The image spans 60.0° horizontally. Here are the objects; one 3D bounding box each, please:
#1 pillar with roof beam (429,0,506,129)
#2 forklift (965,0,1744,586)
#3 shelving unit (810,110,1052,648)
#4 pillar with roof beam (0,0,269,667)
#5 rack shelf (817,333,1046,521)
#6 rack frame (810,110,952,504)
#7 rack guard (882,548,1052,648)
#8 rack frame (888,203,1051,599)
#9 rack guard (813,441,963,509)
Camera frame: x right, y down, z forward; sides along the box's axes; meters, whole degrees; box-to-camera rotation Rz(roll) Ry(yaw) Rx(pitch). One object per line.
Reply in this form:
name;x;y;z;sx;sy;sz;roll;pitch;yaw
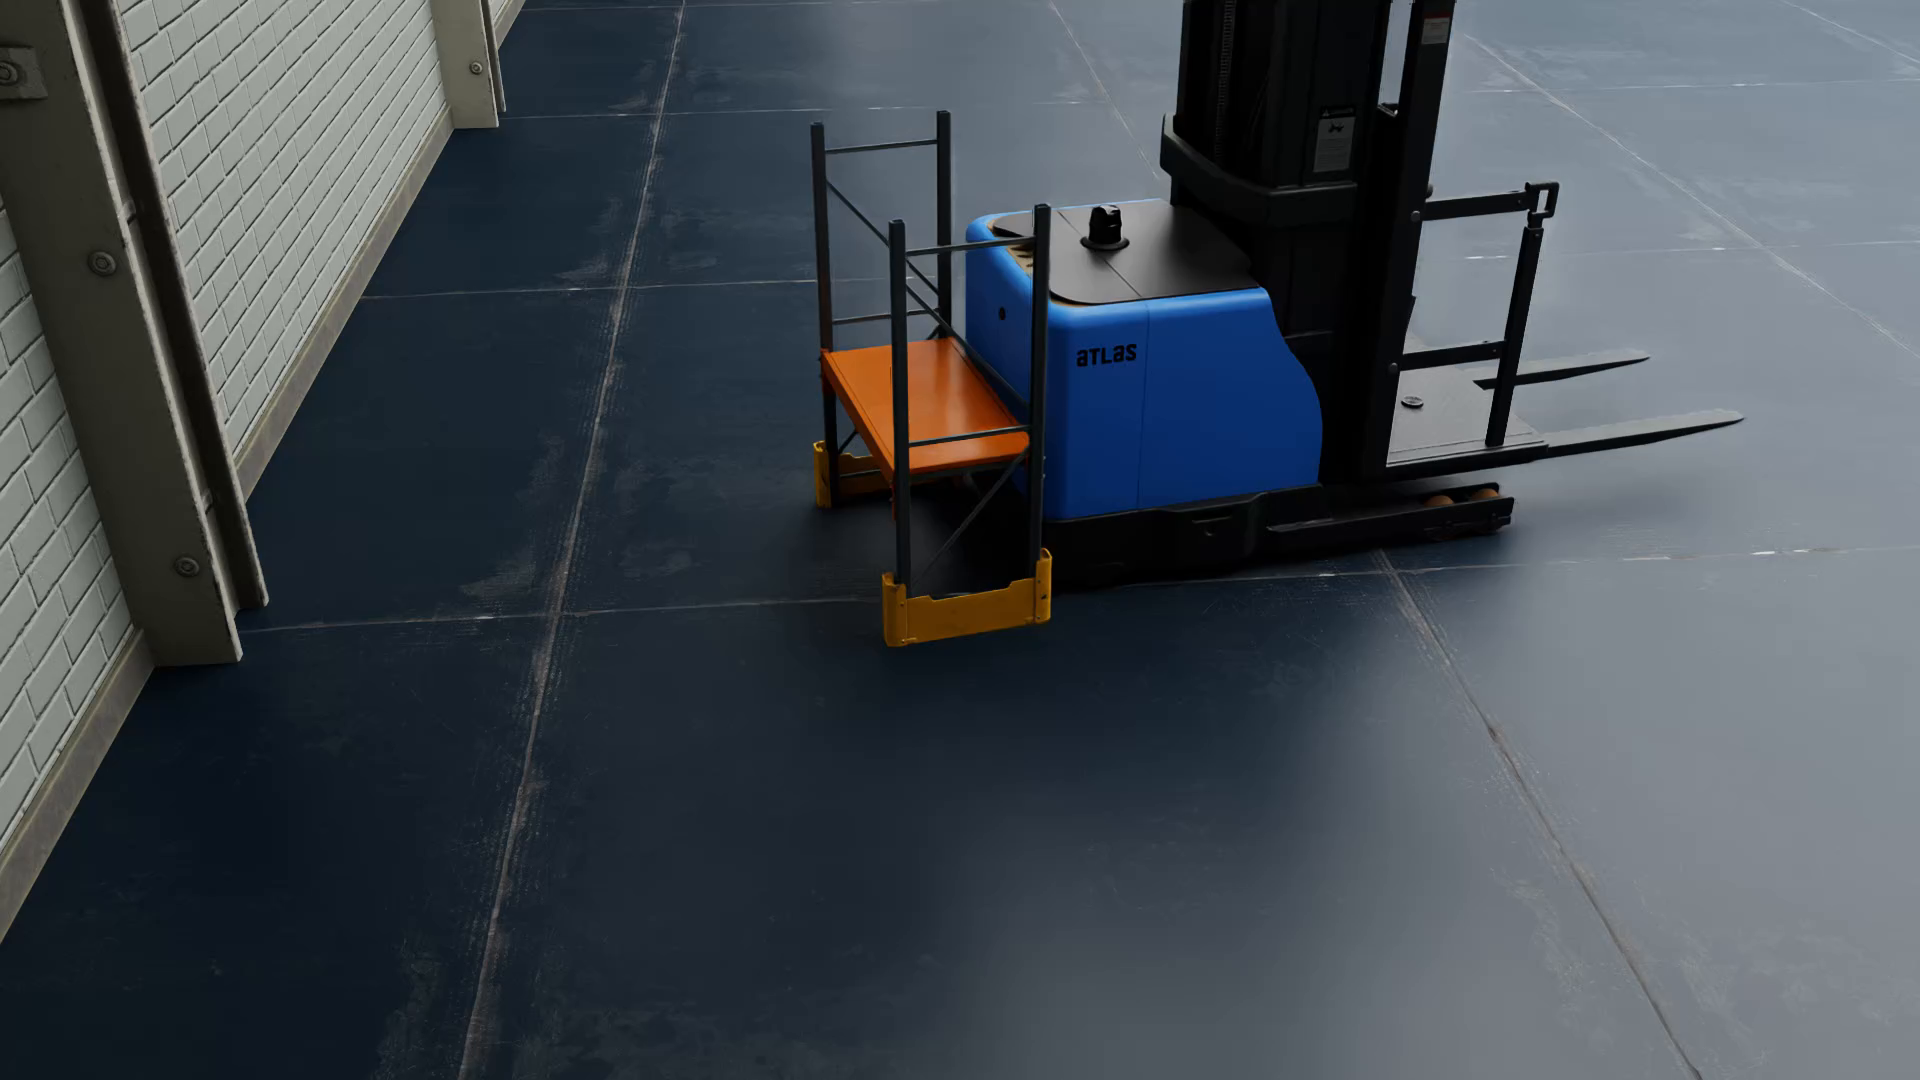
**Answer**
pillar with roof beam;1.139;-6.818;8.889;9.100;9.000;0.400;-3;31;-5
forklift;1.582;-1.508;5.917;3.031;2.935;1.130;-8;32;-13
shelving unit;-0.125;-0.584;5.765;0.587;1.500;1.083;-9;32;-15
pillar with roof beam;1.699;-3.754;3.760;9.100;9.000;0.400;-3;31;-5
rack shelf;-0.122;-0.425;5.850;0.538;0.185;1.000;-9;32;-15
rack frame;-0.276;-0.828;6.174;0.500;1.500;0.032;-9;32;-15
rack guard;0.026;0.196;5.678;0.587;0.250;0.087;-9;32;-15
rack frame;0.032;-0.331;5.342;0.500;1.500;0.032;-9;32;-15
rack guard;-0.275;-0.291;6.493;0.587;0.250;0.087;-9;32;-15
